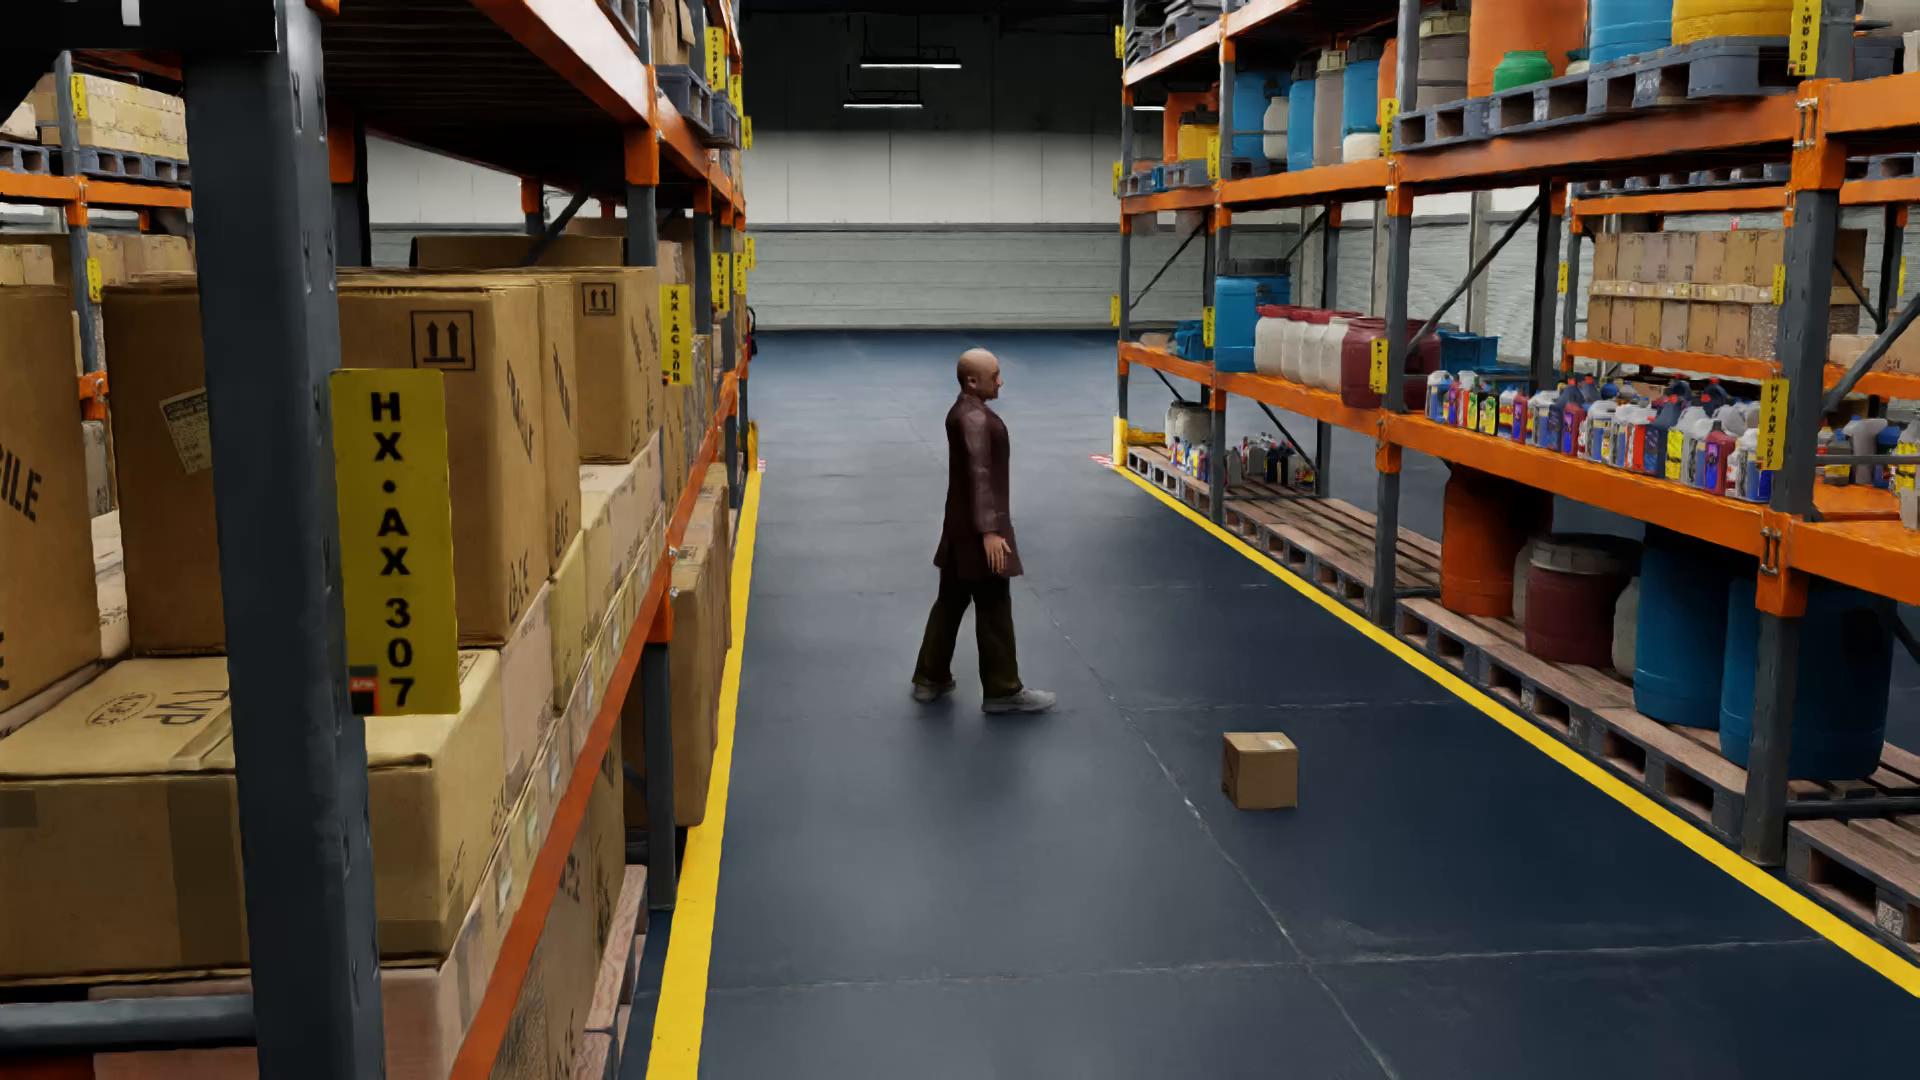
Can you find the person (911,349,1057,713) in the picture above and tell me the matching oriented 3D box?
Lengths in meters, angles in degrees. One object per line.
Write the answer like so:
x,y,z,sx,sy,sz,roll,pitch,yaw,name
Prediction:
0.123,-0.044,8.141,0.674,1.775,0.779,-2,10,-12,person
